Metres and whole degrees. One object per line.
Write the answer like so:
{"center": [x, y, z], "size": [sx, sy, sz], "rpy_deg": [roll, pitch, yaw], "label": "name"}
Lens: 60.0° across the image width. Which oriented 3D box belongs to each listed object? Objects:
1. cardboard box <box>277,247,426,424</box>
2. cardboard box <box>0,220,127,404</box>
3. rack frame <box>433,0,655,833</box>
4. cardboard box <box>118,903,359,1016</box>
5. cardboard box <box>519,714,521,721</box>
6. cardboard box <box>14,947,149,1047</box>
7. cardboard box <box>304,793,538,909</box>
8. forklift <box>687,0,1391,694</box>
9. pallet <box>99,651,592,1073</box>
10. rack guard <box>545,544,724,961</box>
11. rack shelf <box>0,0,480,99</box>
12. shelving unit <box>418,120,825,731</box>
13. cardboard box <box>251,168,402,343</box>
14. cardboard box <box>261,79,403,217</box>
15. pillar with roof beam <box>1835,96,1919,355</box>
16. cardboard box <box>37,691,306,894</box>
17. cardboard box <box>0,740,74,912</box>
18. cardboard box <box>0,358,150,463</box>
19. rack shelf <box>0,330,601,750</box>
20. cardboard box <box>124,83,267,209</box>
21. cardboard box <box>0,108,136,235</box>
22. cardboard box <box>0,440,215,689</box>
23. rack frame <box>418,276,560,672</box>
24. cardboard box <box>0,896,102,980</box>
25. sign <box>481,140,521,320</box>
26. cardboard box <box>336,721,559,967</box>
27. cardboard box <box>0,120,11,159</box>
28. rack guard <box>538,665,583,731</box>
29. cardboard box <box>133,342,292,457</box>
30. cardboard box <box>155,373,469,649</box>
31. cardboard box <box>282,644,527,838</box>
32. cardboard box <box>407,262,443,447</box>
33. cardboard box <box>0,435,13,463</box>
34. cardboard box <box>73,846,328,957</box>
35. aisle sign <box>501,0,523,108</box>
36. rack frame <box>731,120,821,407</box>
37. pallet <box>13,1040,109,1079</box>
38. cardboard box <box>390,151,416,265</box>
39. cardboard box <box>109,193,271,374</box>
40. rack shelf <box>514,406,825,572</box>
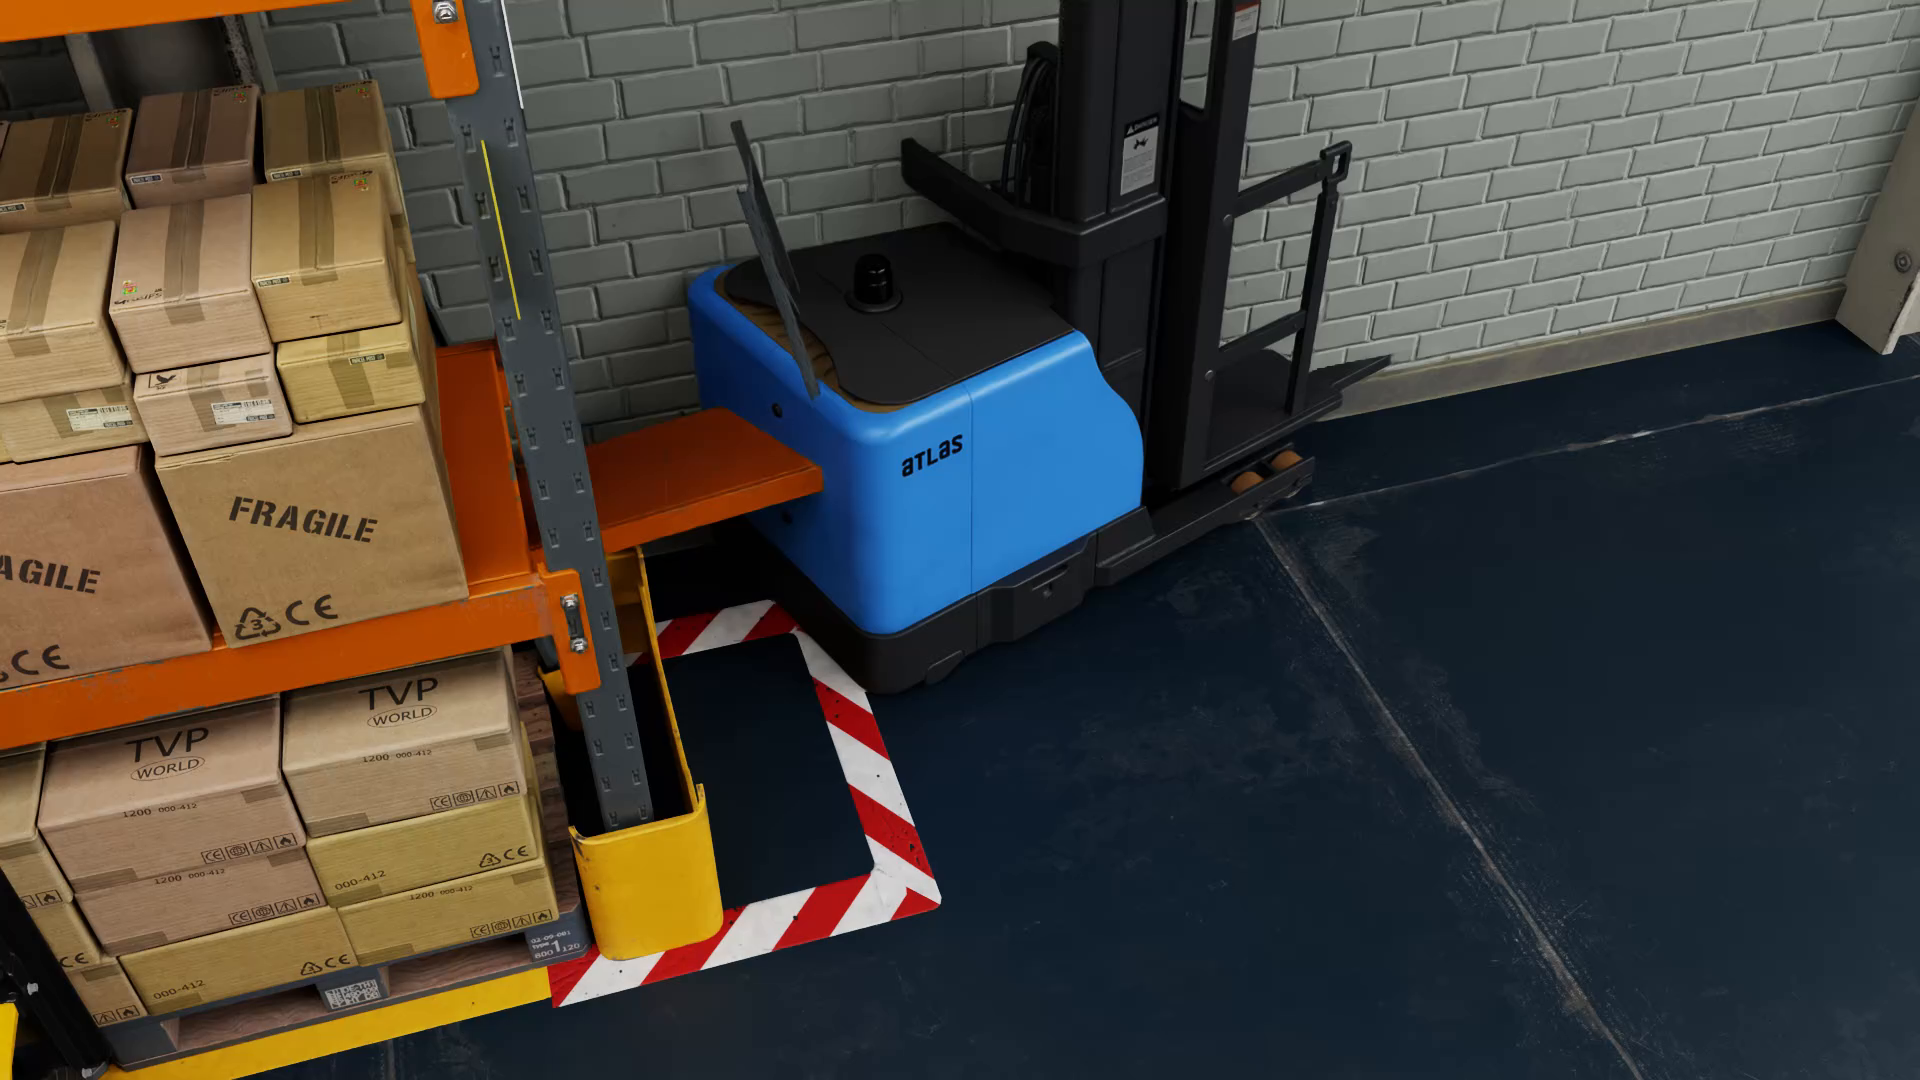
{"center": [-1.240, -0.423, 3.385], "size": [0.250, 0.149, 0.380], "rpy_deg": [-11, 42, -12], "label": "cardboard box"}
{"center": [-1.739, -0.439, 3.178], "size": [0.250, 0.149, 0.380], "rpy_deg": [-11, 42, -12], "label": "cardboard box"}
{"center": [-0.994, -0.385, 3.911], "size": [0.127, 3.000, 1.000], "rpy_deg": [-12, 42, -13], "label": "rack frame"}
{"center": [-1.824, 0.876, 4.239], "size": [0.500, 0.250, 0.500], "rpy_deg": [-12, 42, -13], "label": "cardboard box"}
{"center": [-1.521, 0.466, 4.707], "size": [0.500, 0.250, 0.500], "rpy_deg": [-12, 42, -13], "label": "cardboard box"}
{"center": [-2.304, 0.969, 4.132], "size": [0.500, 0.250, 0.500], "rpy_deg": [-11, 42, -13], "label": "cardboard box"}
{"center": [-1.364, 0.596, 4.178], "size": [0.500, 0.250, 0.500], "rpy_deg": [-12, 43, -14], "label": "cardboard box"}
{"center": [0.634, -1.427, 5.156], "size": [3.031, 2.935, 1.130], "rpy_deg": [-27, 48, -27], "label": "forklift"}
{"center": [-1.711, 0.842, 4.625], "size": [1.213, 0.211, 1.003], "rpy_deg": [-12, 42, -13], "label": "pallet"}
{"center": [-0.971, 0.551, 4.739], "size": [0.348, 0.500, 1.175], "rpy_deg": [-12, 42, -13], "label": "rack guard"}
{"center": [-2.901, -0.849, 2.708], "size": [4.000, 0.370, 1.077], "rpy_deg": [-12, 42, -13], "label": "rack shelf"}
{"center": [-0.902, -0.297, 4.872], "size": [1.083, 1.500, 0.587], "rpy_deg": [-16, 36, 1], "label": "shelving unit"}
{"center": [-1.272, -0.576, 3.335], "size": [0.250, 0.149, 0.380], "rpy_deg": [-12, 42, -13], "label": "cardboard box"}
{"center": [-1.378, -0.847, 3.644], "size": [0.250, 0.149, 0.380], "rpy_deg": [-12, 43, -14], "label": "cardboard box"}
{"center": [5.088, -1.557, 0.692], "size": [0.400, 9.000, 9.100], "rpy_deg": [-12, 42, -13], "label": "pillar with roof beam"}
{"center": [-1.824, 0.507, 3.901], "size": [0.500, 0.250, 0.500], "rpy_deg": [-11, 42, -12], "label": "cardboard box"}
{"center": [-2.303, 0.613, 3.779], "size": [0.500, 0.250, 0.500], "rpy_deg": [-11, 42, -13], "label": "cardboard box"}
{"center": [-1.741, -0.341, 3.291], "size": [0.250, 0.149, 0.380], "rpy_deg": [-11, 42, -12], "label": "cardboard box"}
{"center": [-2.901, 0.281, 3.695], "size": [4.000, 0.370, 1.077], "rpy_deg": [-12, 42, -13], "label": "rack shelf"}
{"center": [-1.651, -0.834, 3.629], "size": [0.250, 0.149, 0.380], "rpy_deg": [-10, 42, -12], "label": "cardboard box"}
{"center": [-1.885, -0.755, 3.540], "size": [0.250, 0.149, 0.380], "rpy_deg": [-11, 42, -12], "label": "cardboard box"}
{"center": [-1.882, -0.064, 3.468], "size": [0.500, 0.500, 0.500], "rpy_deg": [-10, 42, -12], "label": "cardboard box"}
{"center": [-1.381, -0.157, 4.884], "size": [0.032, 1.500, 0.500], "rpy_deg": [-16, 36, 1], "label": "rack frame"}
{"center": [-2.332, 0.804, 3.941], "size": [0.500, 0.250, 0.500], "rpy_deg": [-13, 43, -14], "label": "cardboard box"}
{"center": [-0.844, -0.567, 3.059], "size": [0.005, 0.325, 0.100], "rpy_deg": [-12, 42, -13], "label": "sign"}
{"center": [-1.347, 0.783, 4.344], "size": [0.500, 0.250, 0.500], "rpy_deg": [-11, 42, -13], "label": "cardboard box"}
{"center": [-2.126, -0.716, 3.494], "size": [0.250, 0.149, 0.380], "rpy_deg": [-11, 42, -13], "label": "cardboard box"}
{"center": [-1.229, 0.326, 5.252], "size": [0.087, 0.250, 0.587], "rpy_deg": [-16, 36, 1], "label": "rack guard"}
{"center": [-1.475, -0.354, 3.306], "size": [0.250, 0.149, 0.380], "rpy_deg": [-11, 42, -12], "label": "cardboard box"}
{"center": [-1.384, -0.161, 3.578], "size": [0.500, 0.500, 0.500], "rpy_deg": [-13, 43, -14], "label": "cardboard box"}
{"center": [-1.339, 0.402, 4.020], "size": [0.500, 0.250, 0.500], "rpy_deg": [-10, 42, -12], "label": "cardboard box"}
{"center": [-1.550, -0.499, 3.966], "size": [0.500, 0.500, 0.500], "rpy_deg": [-10, 42, -12], "label": "cardboard box"}
{"center": [-1.981, -0.299, 3.243], "size": [0.250, 0.149, 0.380], "rpy_deg": [-12, 43, -13], "label": "cardboard box"}
{"center": [-1.846, 0.689, 4.073], "size": [0.500, 0.250, 0.500], "rpy_deg": [-12, 43, -13], "label": "cardboard box"}
{"center": [-0.843, -1.193, 2.860], "size": [0.004, 0.787, 0.394], "rpy_deg": [-12, 42, -13], "label": "aisle sign"}
{"center": [-0.406, -0.442, 4.860], "size": [0.032, 1.500, 0.500], "rpy_deg": [-16, 36, 1], "label": "rack frame"}
{"center": [-2.872, 1.081, 4.352], "size": [1.213, 0.211, 1.003], "rpy_deg": [-12, 42, -13], "label": "pallet"}
{"center": [-1.395, -0.763, 3.774], "size": [0.250, 0.149, 0.380], "rpy_deg": [-13, 43, -14], "label": "cardboard box"}
{"center": [-1.498, -0.508, 3.256], "size": [0.250, 0.149, 0.380], "rpy_deg": [-12, 42, -13], "label": "cardboard box"}
{"center": [-0.850, -0.161, 4.978], "size": [1.000, 0.185, 0.538], "rpy_deg": [-16, 36, 1], "label": "rack shelf"}
